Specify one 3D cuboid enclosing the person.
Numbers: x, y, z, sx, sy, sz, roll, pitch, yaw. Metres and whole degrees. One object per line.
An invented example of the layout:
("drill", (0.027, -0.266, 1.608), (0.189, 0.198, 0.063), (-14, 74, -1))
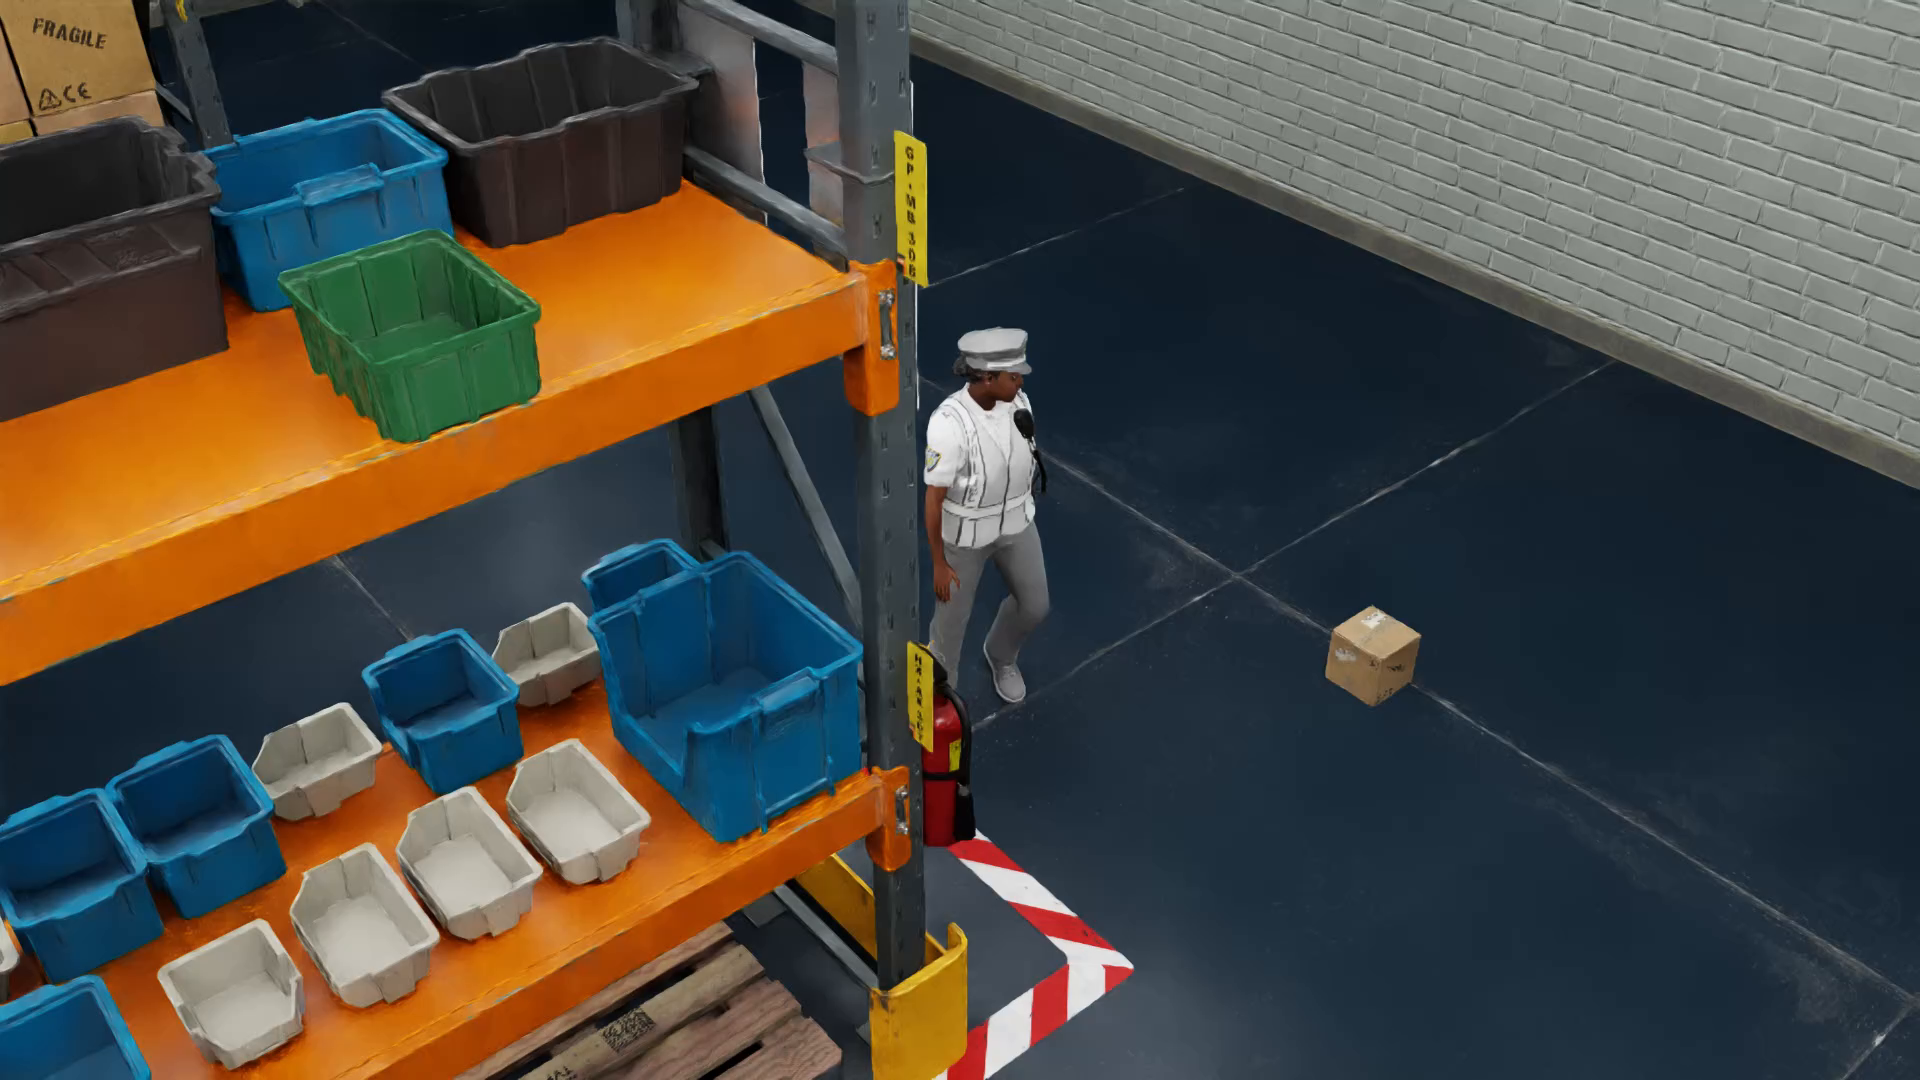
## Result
("person", (0.058, -0.019, 6.159), (0.537, 1.675, 0.367), (-20, 40, -25))
